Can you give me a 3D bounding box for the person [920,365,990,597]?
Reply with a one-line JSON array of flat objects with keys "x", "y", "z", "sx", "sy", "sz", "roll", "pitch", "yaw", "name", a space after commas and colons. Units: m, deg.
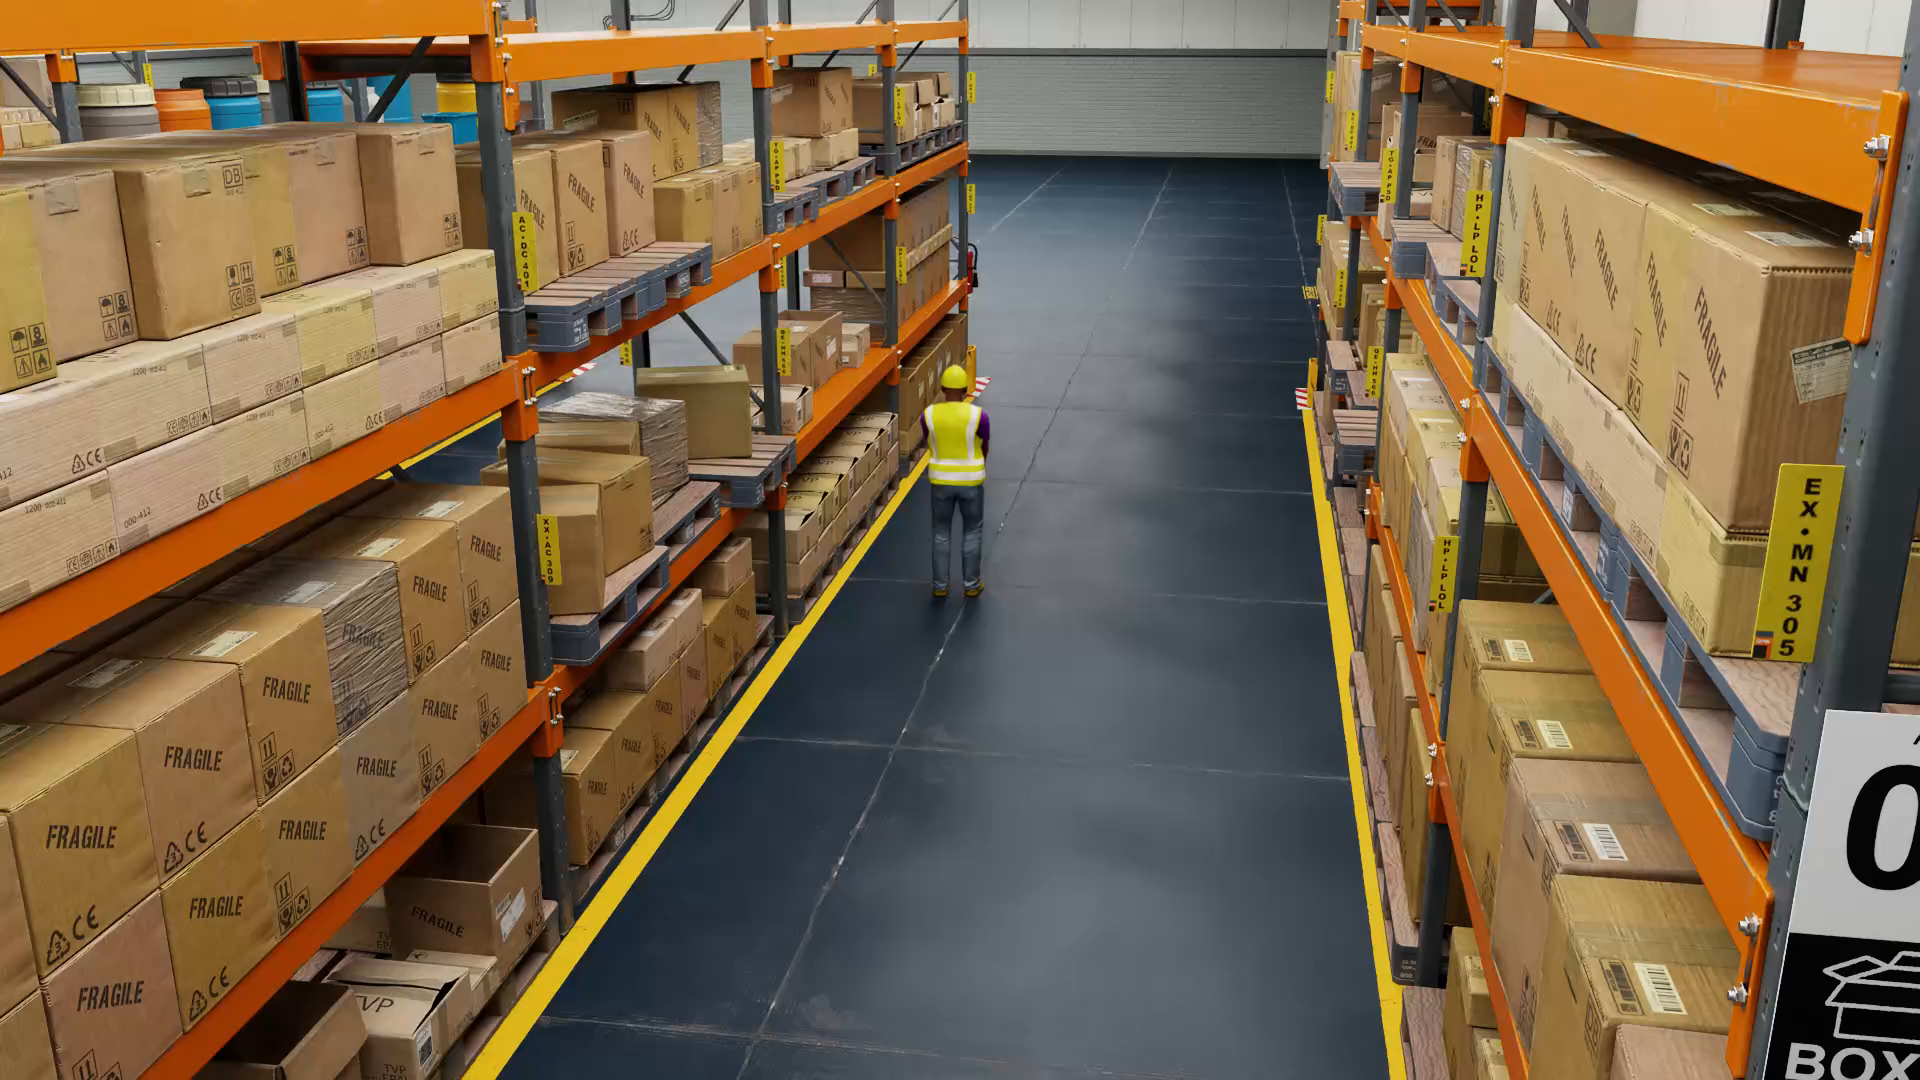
[{"x": -0.021, "y": -0.462, "z": 12.459, "sx": 0.505, "sy": 1.763, "sz": 0.559, "roll": 2, "pitch": 18, "yaw": 8, "name": "person"}]
